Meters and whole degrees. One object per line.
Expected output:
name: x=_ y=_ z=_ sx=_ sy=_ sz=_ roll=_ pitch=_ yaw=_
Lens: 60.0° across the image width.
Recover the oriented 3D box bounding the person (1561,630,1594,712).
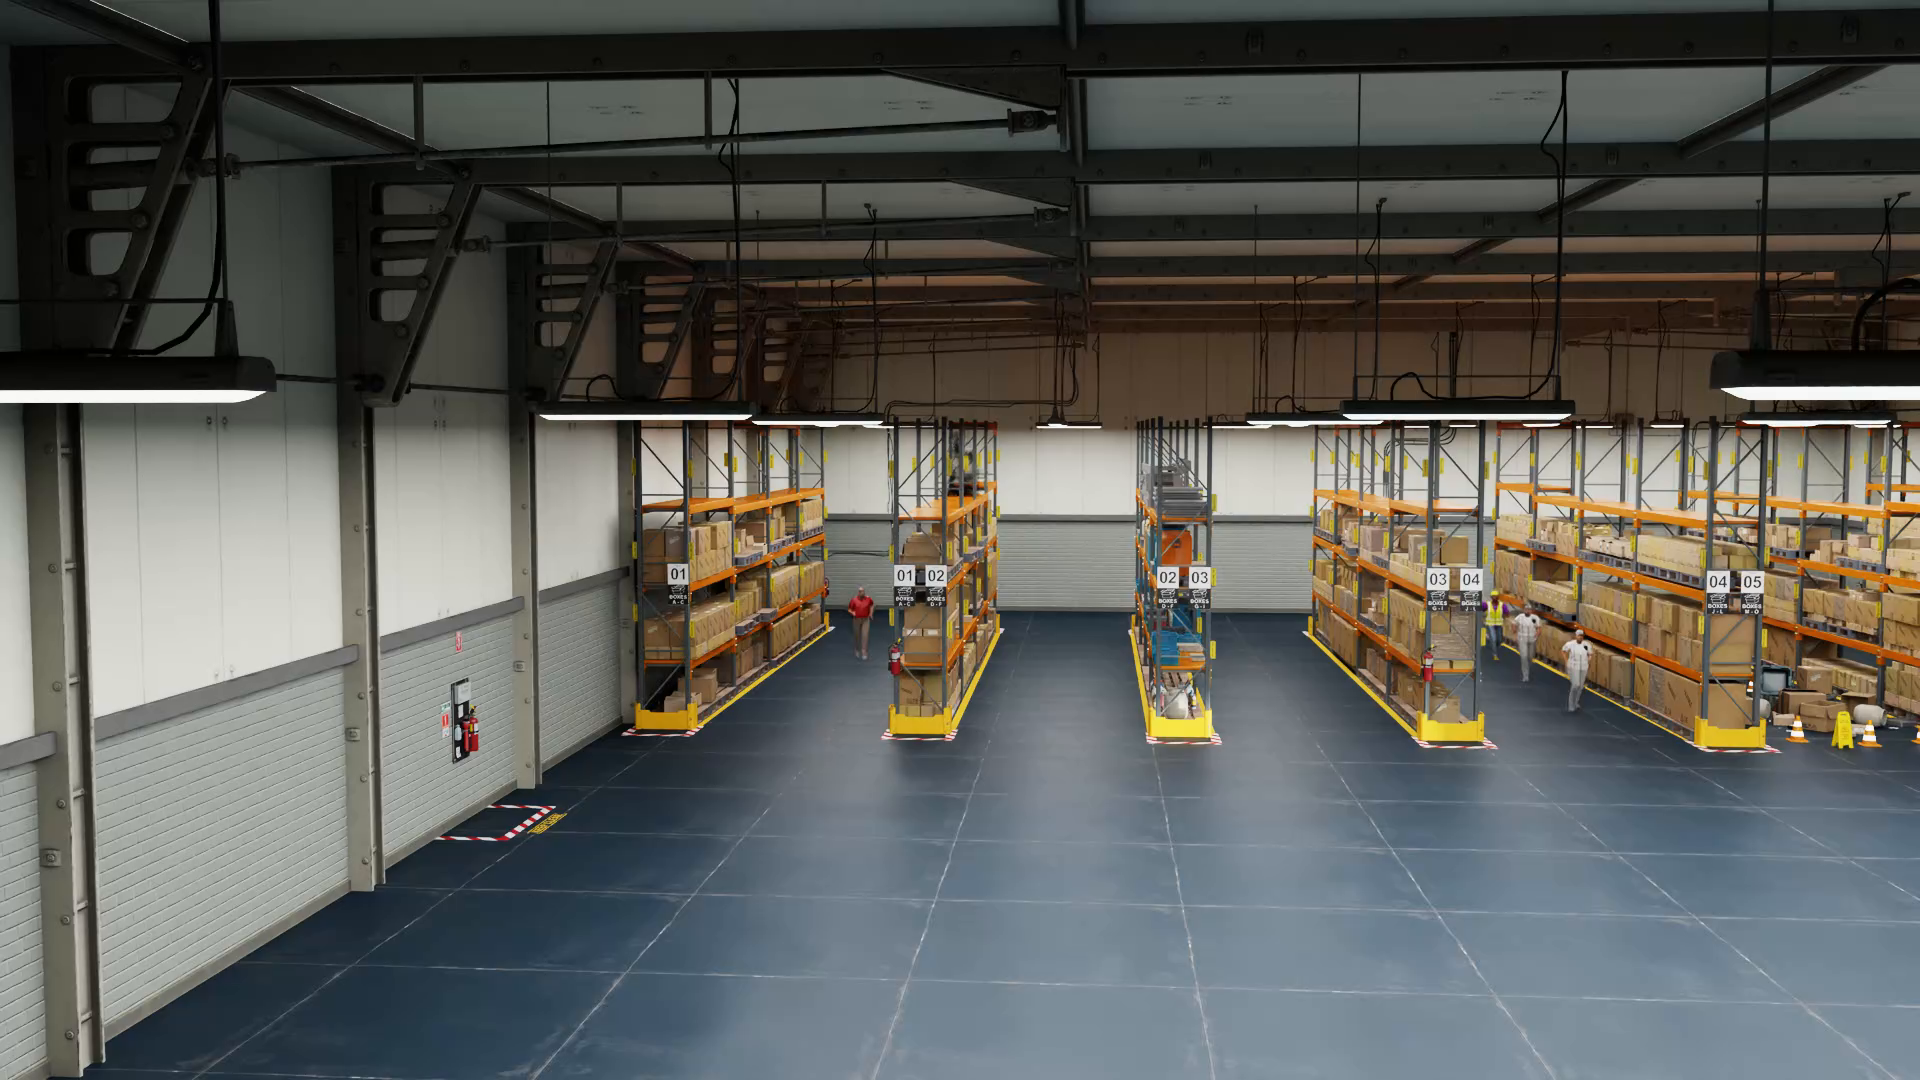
person: x=12.683 y=2.679 z=34.087 sx=0.597 sy=1.706 sz=0.726 roll=0 pitch=4 yaw=0

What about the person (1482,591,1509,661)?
person: x=13.363 y=2.131 z=41.597 sx=0.705 sy=1.742 sz=0.831 roll=0 pitch=4 yaw=6

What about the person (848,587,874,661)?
person: x=-2.358 y=1.991 z=39.795 sx=0.647 sy=1.766 sz=0.878 roll=-1 pitch=4 yaw=-9

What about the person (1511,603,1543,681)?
person: x=13.133 y=2.333 z=38.500 sx=0.671 sy=1.791 sz=0.888 roll=1 pitch=4 yaw=8
